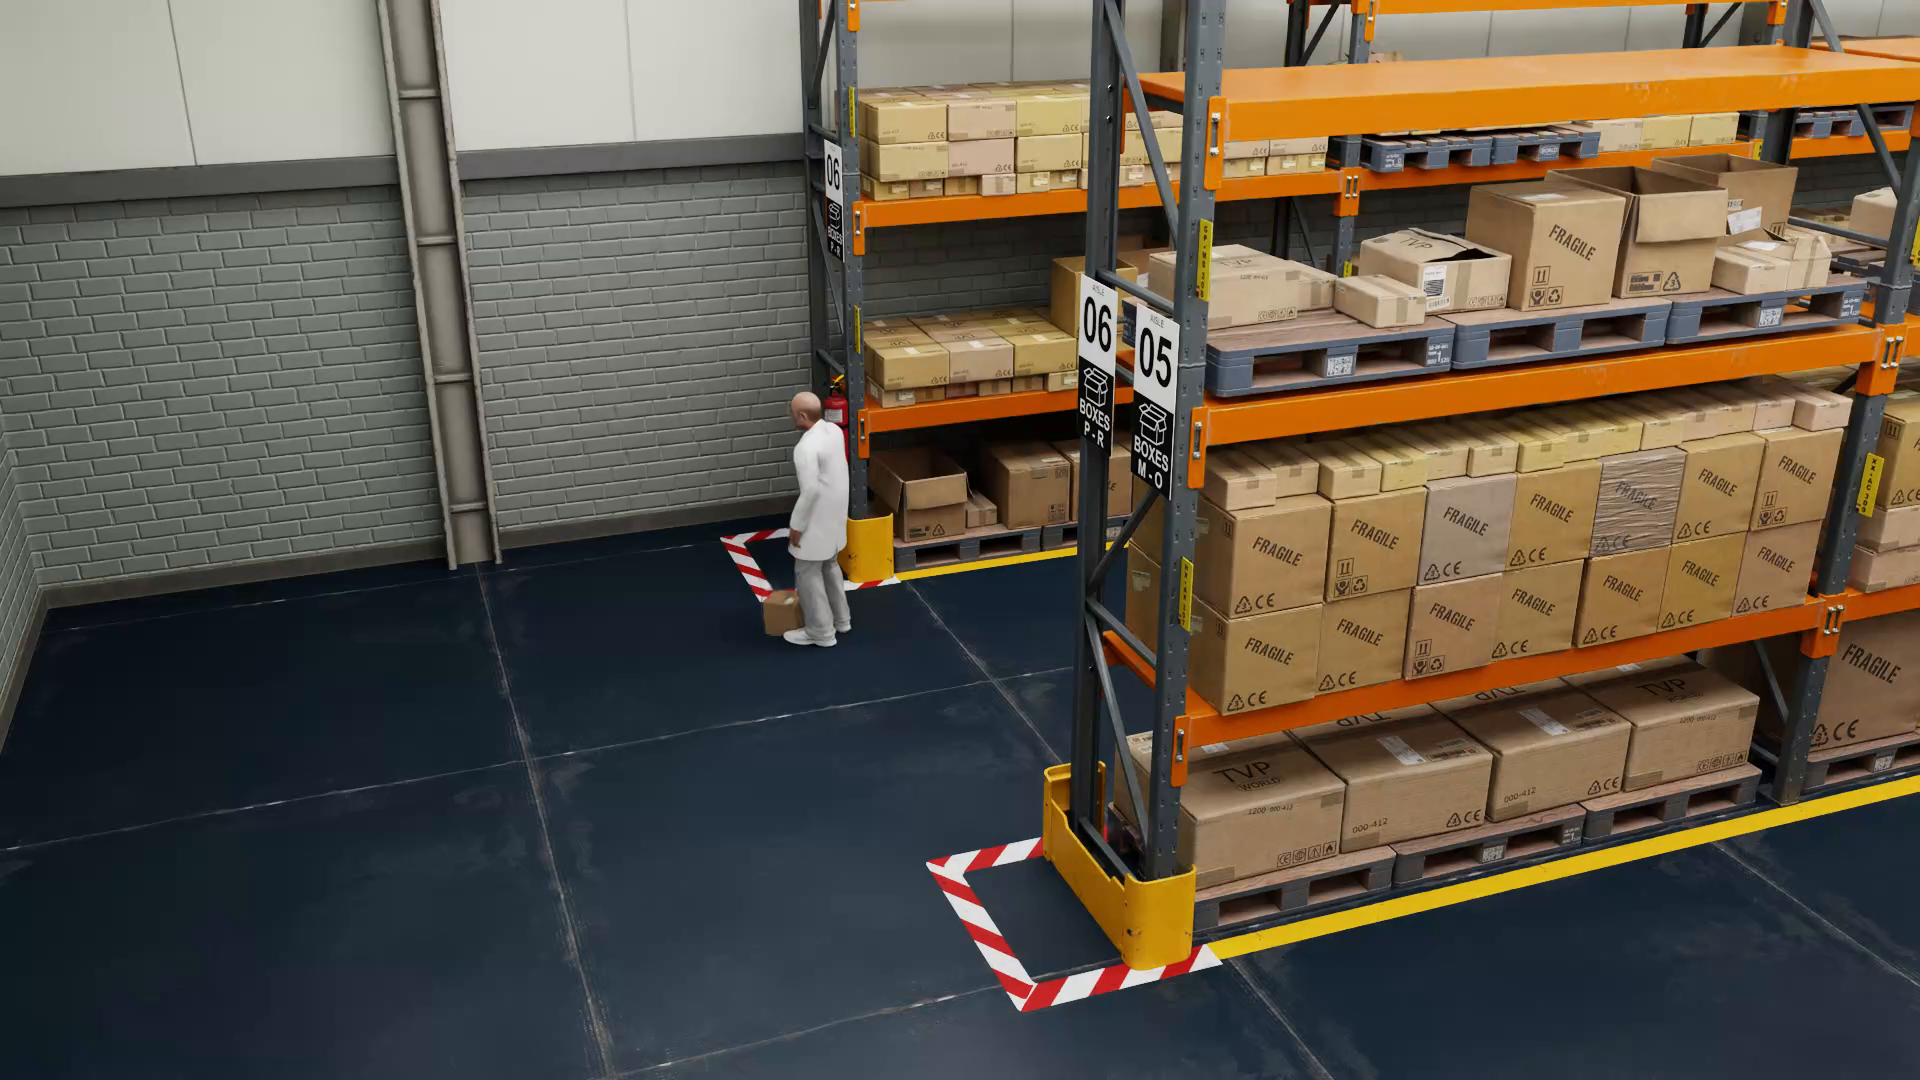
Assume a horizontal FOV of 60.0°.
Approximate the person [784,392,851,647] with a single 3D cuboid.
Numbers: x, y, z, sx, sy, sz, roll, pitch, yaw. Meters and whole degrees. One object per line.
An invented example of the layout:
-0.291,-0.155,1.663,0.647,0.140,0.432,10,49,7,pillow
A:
-0.966,-0.150,11.241,0.426,1.774,0.617,8,24,20,person
